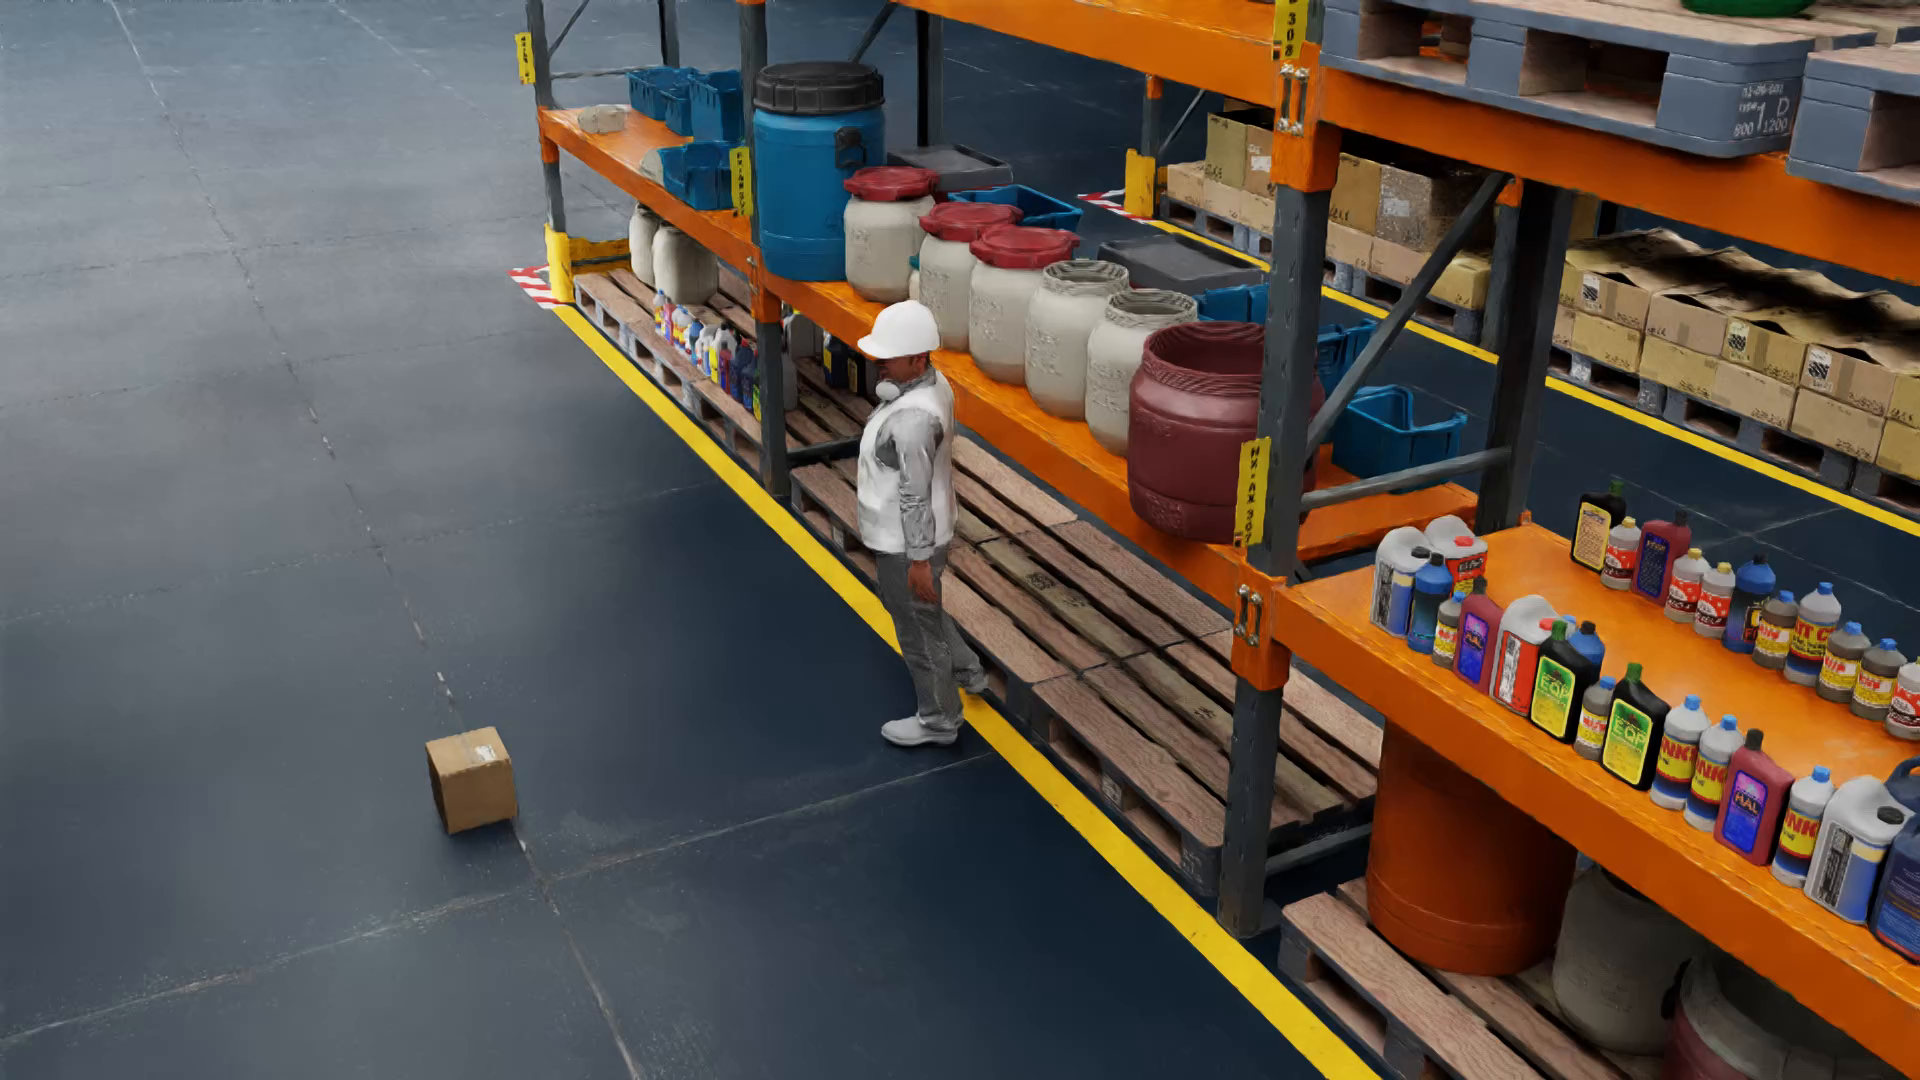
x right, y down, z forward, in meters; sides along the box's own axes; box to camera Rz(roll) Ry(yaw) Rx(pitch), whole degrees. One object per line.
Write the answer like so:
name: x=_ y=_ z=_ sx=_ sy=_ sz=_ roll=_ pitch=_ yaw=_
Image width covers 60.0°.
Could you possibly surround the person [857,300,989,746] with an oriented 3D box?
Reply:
person: x=-0.129 y=-0.061 z=6.168 sx=0.460 sy=1.764 sz=0.703 roll=3 pitch=26 yaw=6
